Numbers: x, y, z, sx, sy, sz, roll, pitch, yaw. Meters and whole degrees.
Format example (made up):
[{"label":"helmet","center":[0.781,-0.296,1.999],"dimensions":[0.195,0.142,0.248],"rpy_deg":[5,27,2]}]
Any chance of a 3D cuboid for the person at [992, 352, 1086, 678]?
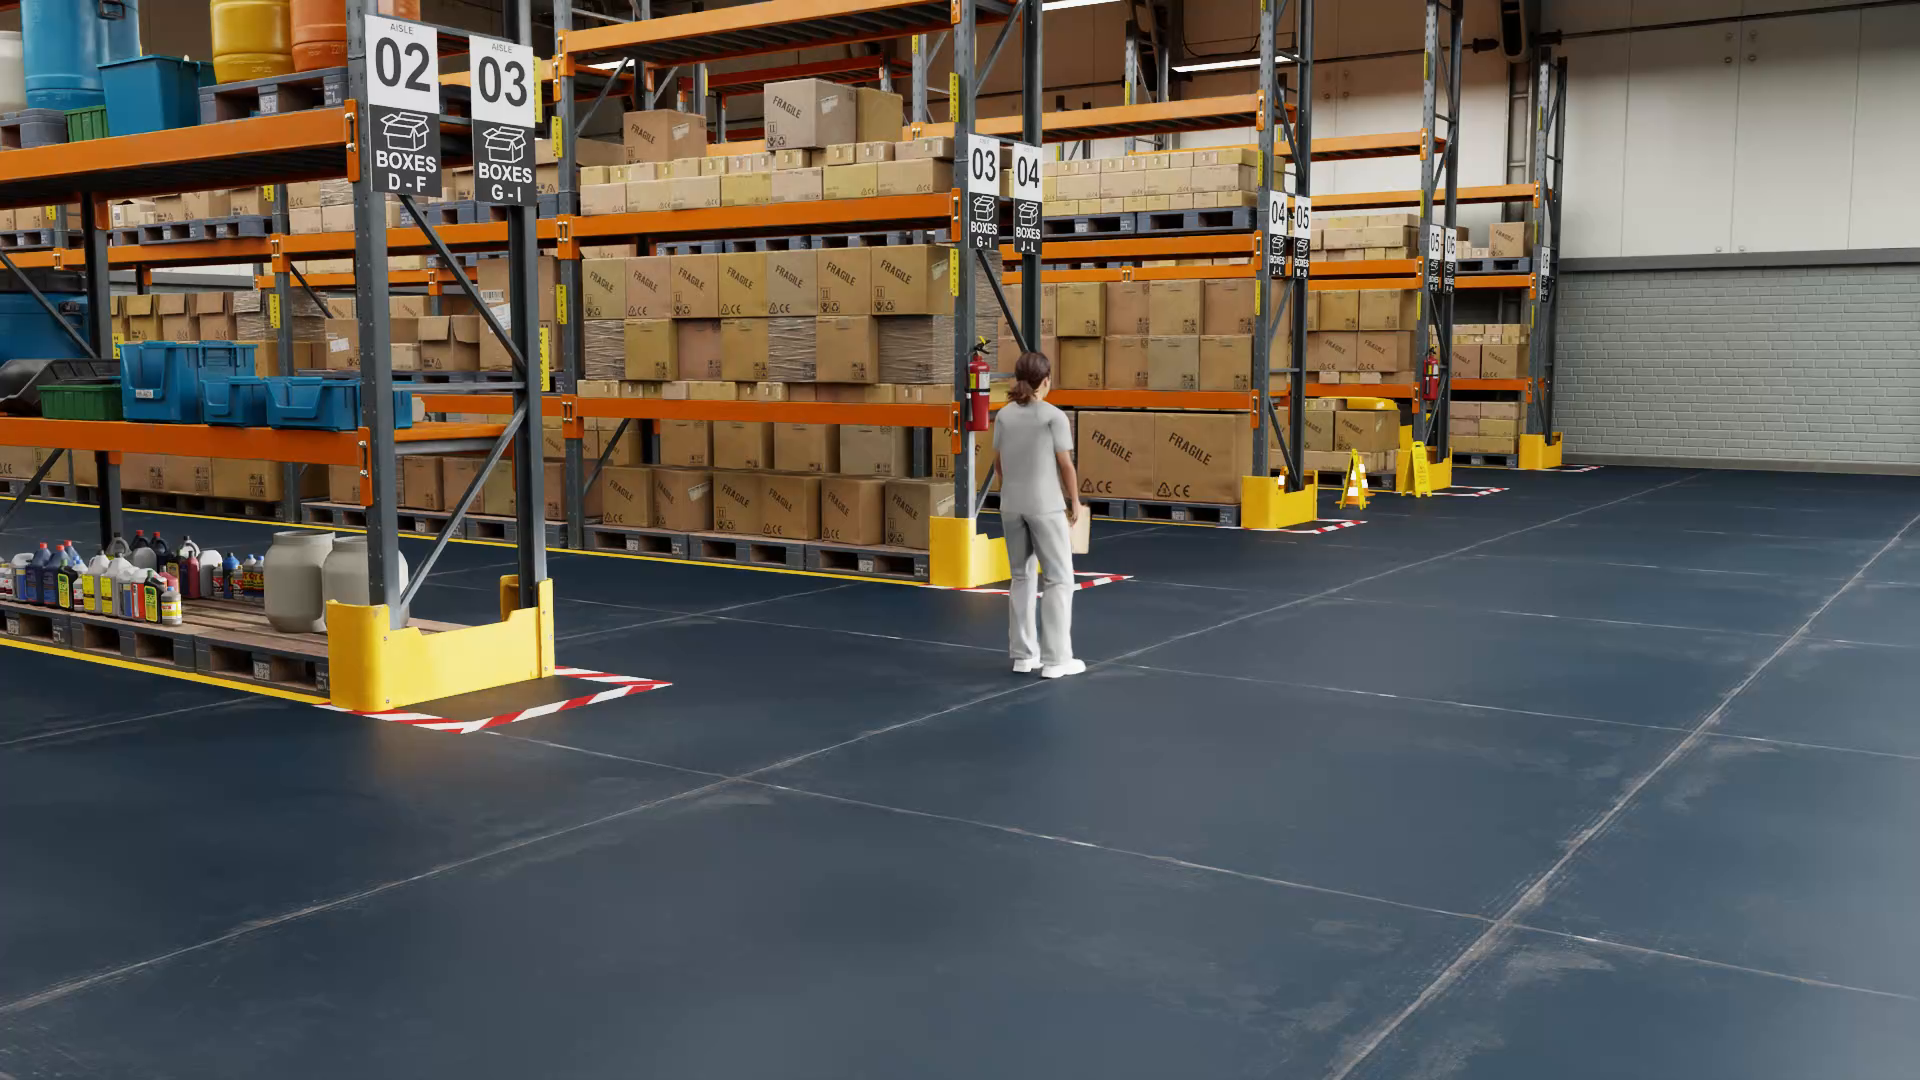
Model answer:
[{"label":"person","center":[0.405,-0.137,8.678],"dimensions":[0.467,1.676,0.420],"rpy_deg":[4,8,32]}]
